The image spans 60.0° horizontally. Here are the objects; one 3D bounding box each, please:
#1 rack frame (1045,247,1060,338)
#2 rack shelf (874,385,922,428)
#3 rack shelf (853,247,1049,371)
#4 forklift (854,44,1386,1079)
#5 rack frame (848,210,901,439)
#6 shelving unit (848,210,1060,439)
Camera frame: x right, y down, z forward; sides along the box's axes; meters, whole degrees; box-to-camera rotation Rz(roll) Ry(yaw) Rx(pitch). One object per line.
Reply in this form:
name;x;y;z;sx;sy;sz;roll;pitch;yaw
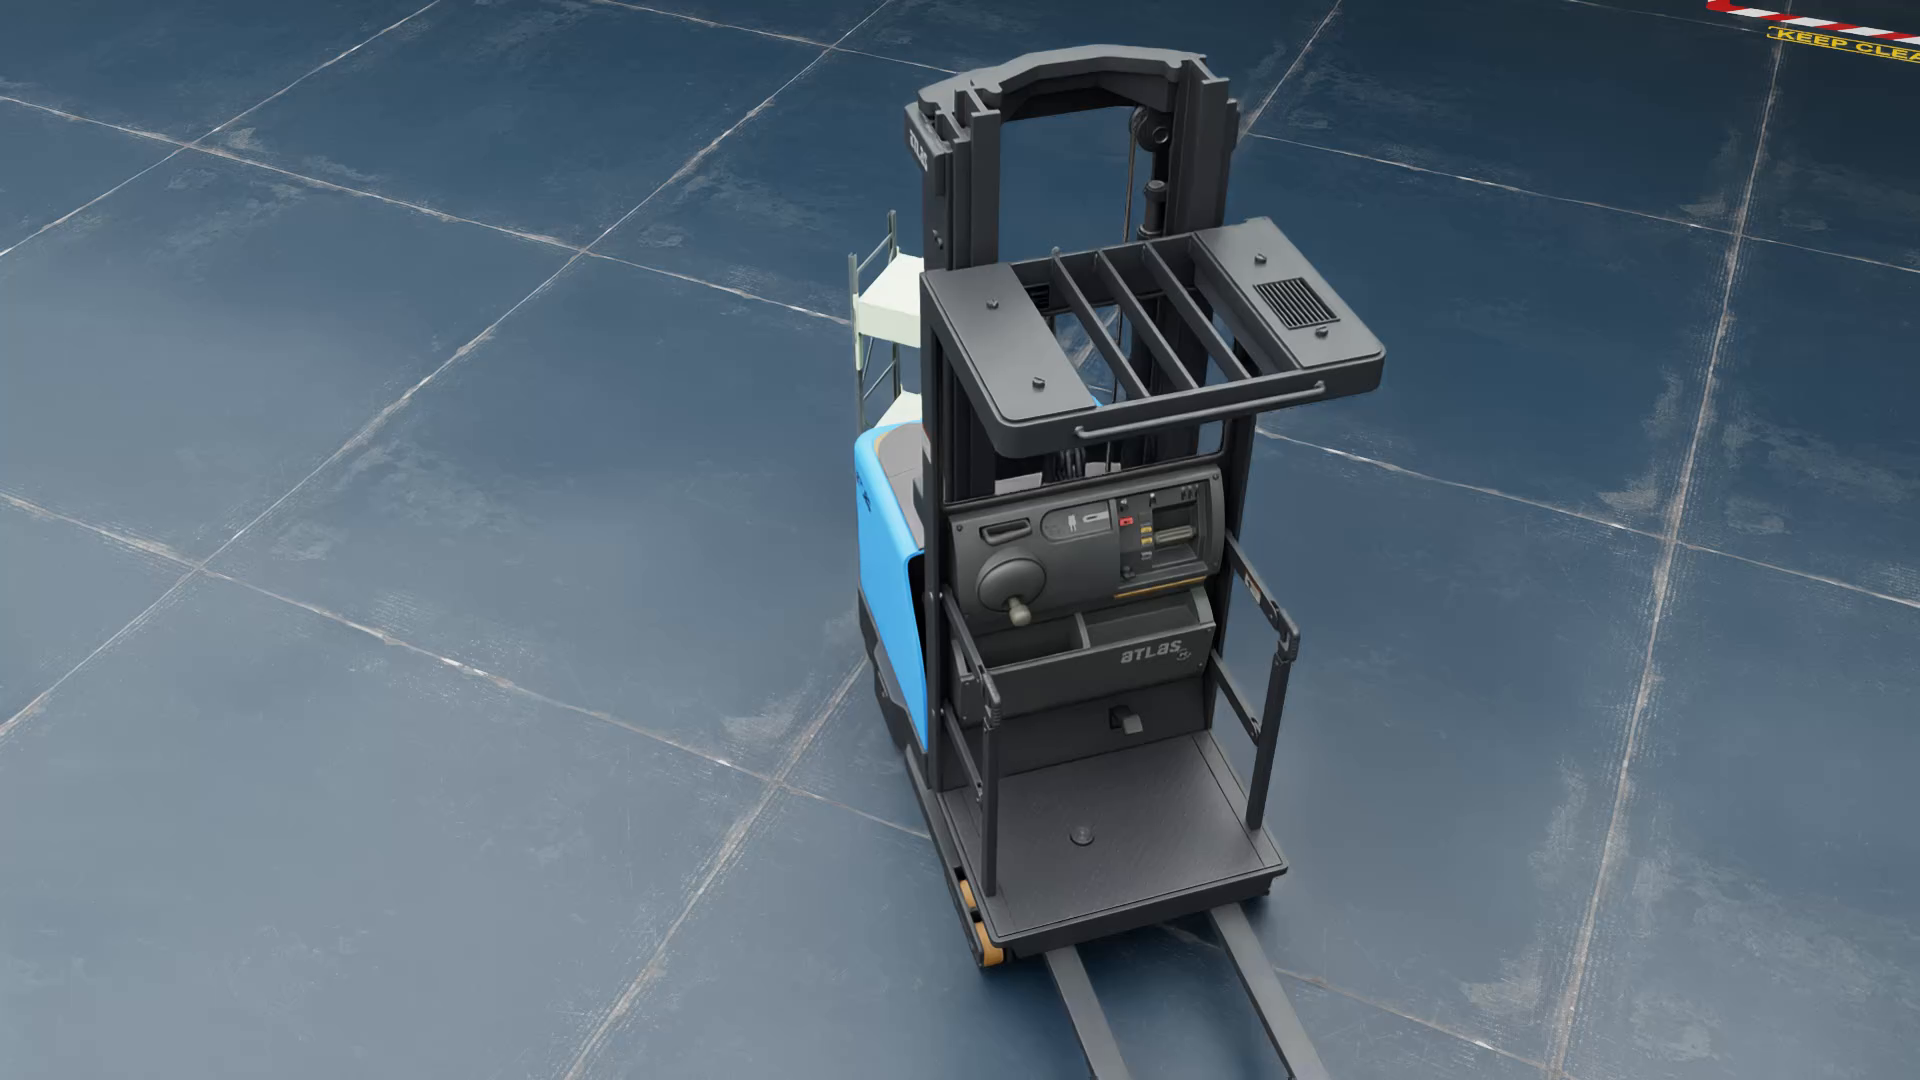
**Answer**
rack frame;0.312;-0.494;7.058;0.023;1.500;0.400;16;43;18
rack shelf;-0.023;-0.344;7.383;0.720;0.370;0.431;16;43;18
rack shelf;-0.023;-0.885;6.914;0.720;0.370;0.431;16;43;18
forklift;0.491;0.104;5.276;1.130;2.935;3.031;-11;42;-13
rack frame;-0.358;-0.686;7.281;0.023;1.500;0.400;16;43;18
shelving unit;-0.023;-0.590;7.170;0.755;1.500;0.431;16;43;18
